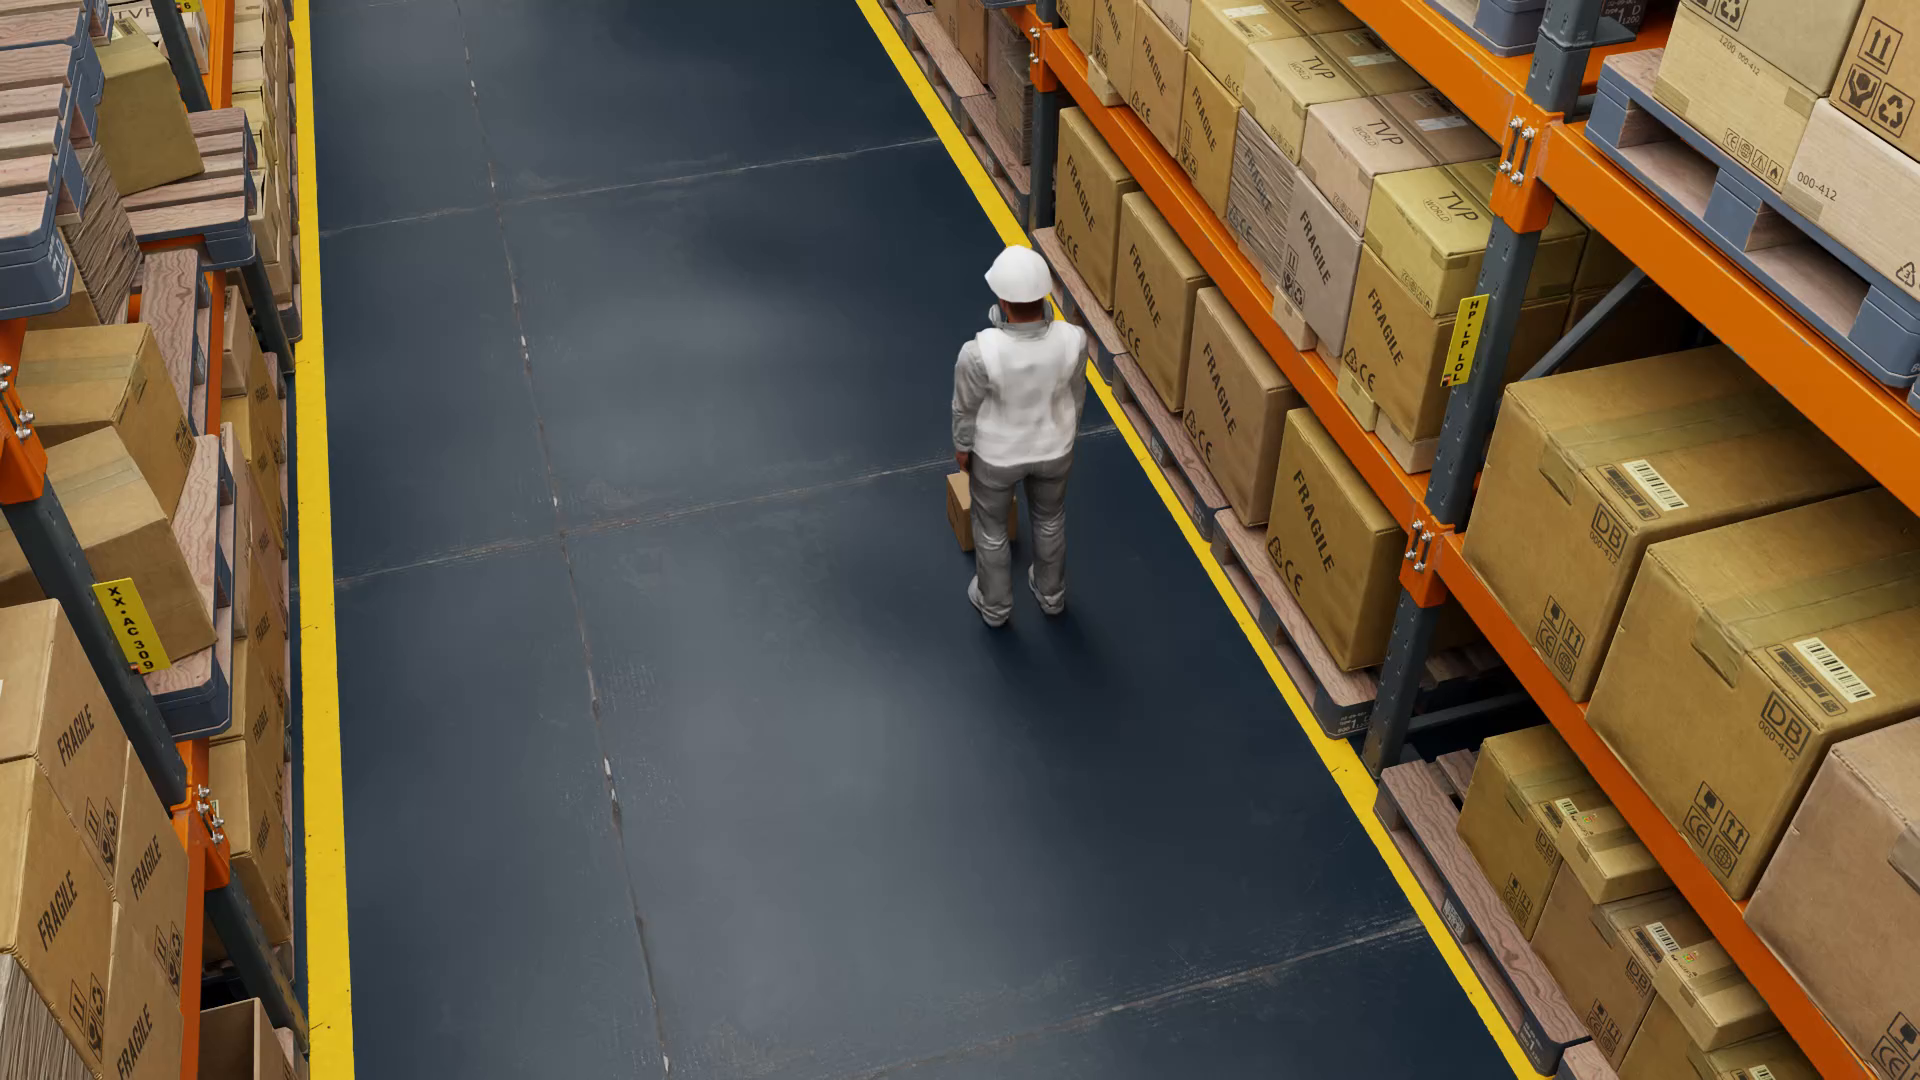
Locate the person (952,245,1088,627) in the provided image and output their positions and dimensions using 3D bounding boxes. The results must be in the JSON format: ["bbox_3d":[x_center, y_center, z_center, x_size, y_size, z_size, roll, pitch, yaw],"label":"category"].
[{"bbox_3d":[0.223,-0.385,6.578,0.533,1.764,0.358,-10,43,-11],"label":"person"}]
